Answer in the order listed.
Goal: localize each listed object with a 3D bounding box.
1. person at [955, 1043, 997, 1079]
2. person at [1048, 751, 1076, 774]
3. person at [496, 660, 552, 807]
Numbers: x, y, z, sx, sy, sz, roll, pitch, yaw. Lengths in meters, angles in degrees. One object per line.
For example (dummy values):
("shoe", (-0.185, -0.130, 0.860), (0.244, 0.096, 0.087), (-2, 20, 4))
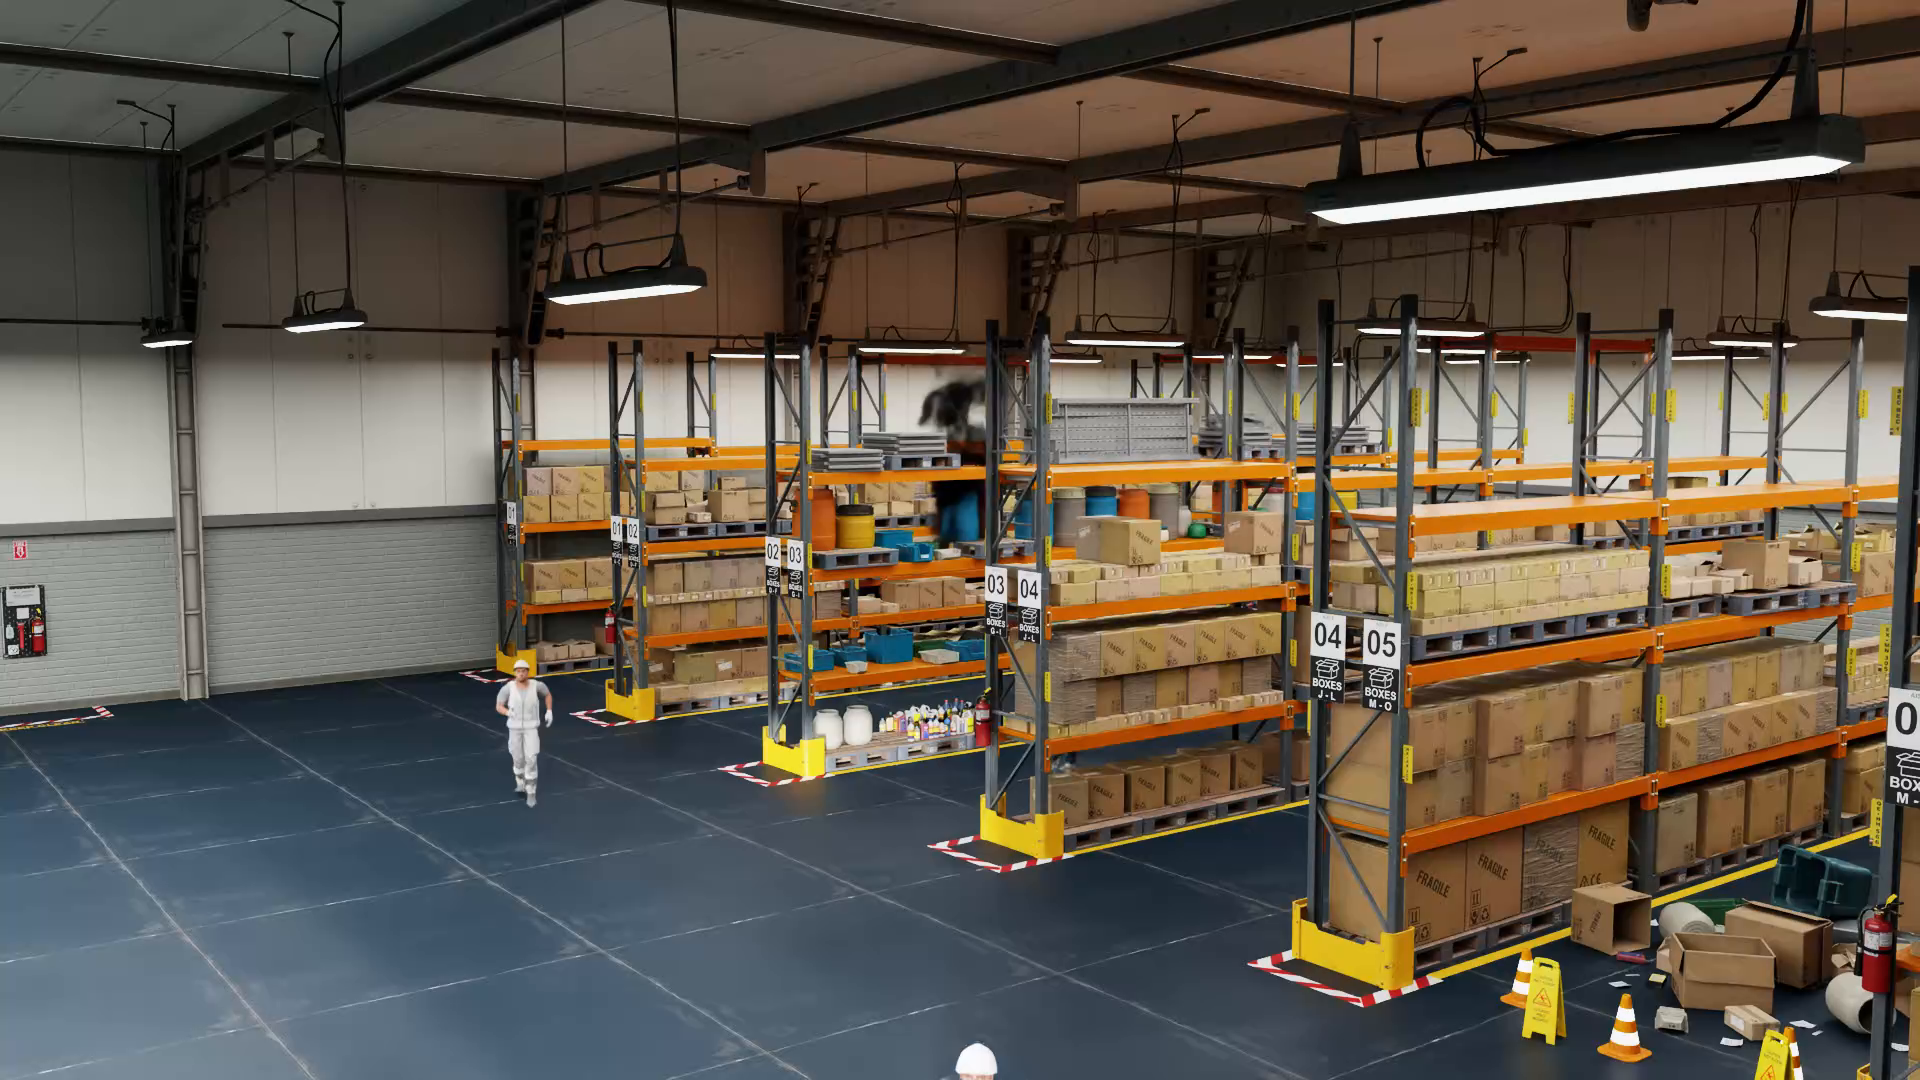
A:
("person", (0.084, 3.529, 8.790), (0.662, 1.772, 0.874), (1, 5, 7))
("person", (1.267, 2.325, 21.324), (0.506, 1.408, 0.554), (5, 7, 45))
("person", (-5.523, 2.432, 21.088), (0.686, 1.863, 0.770), (-1, 5, -11))
